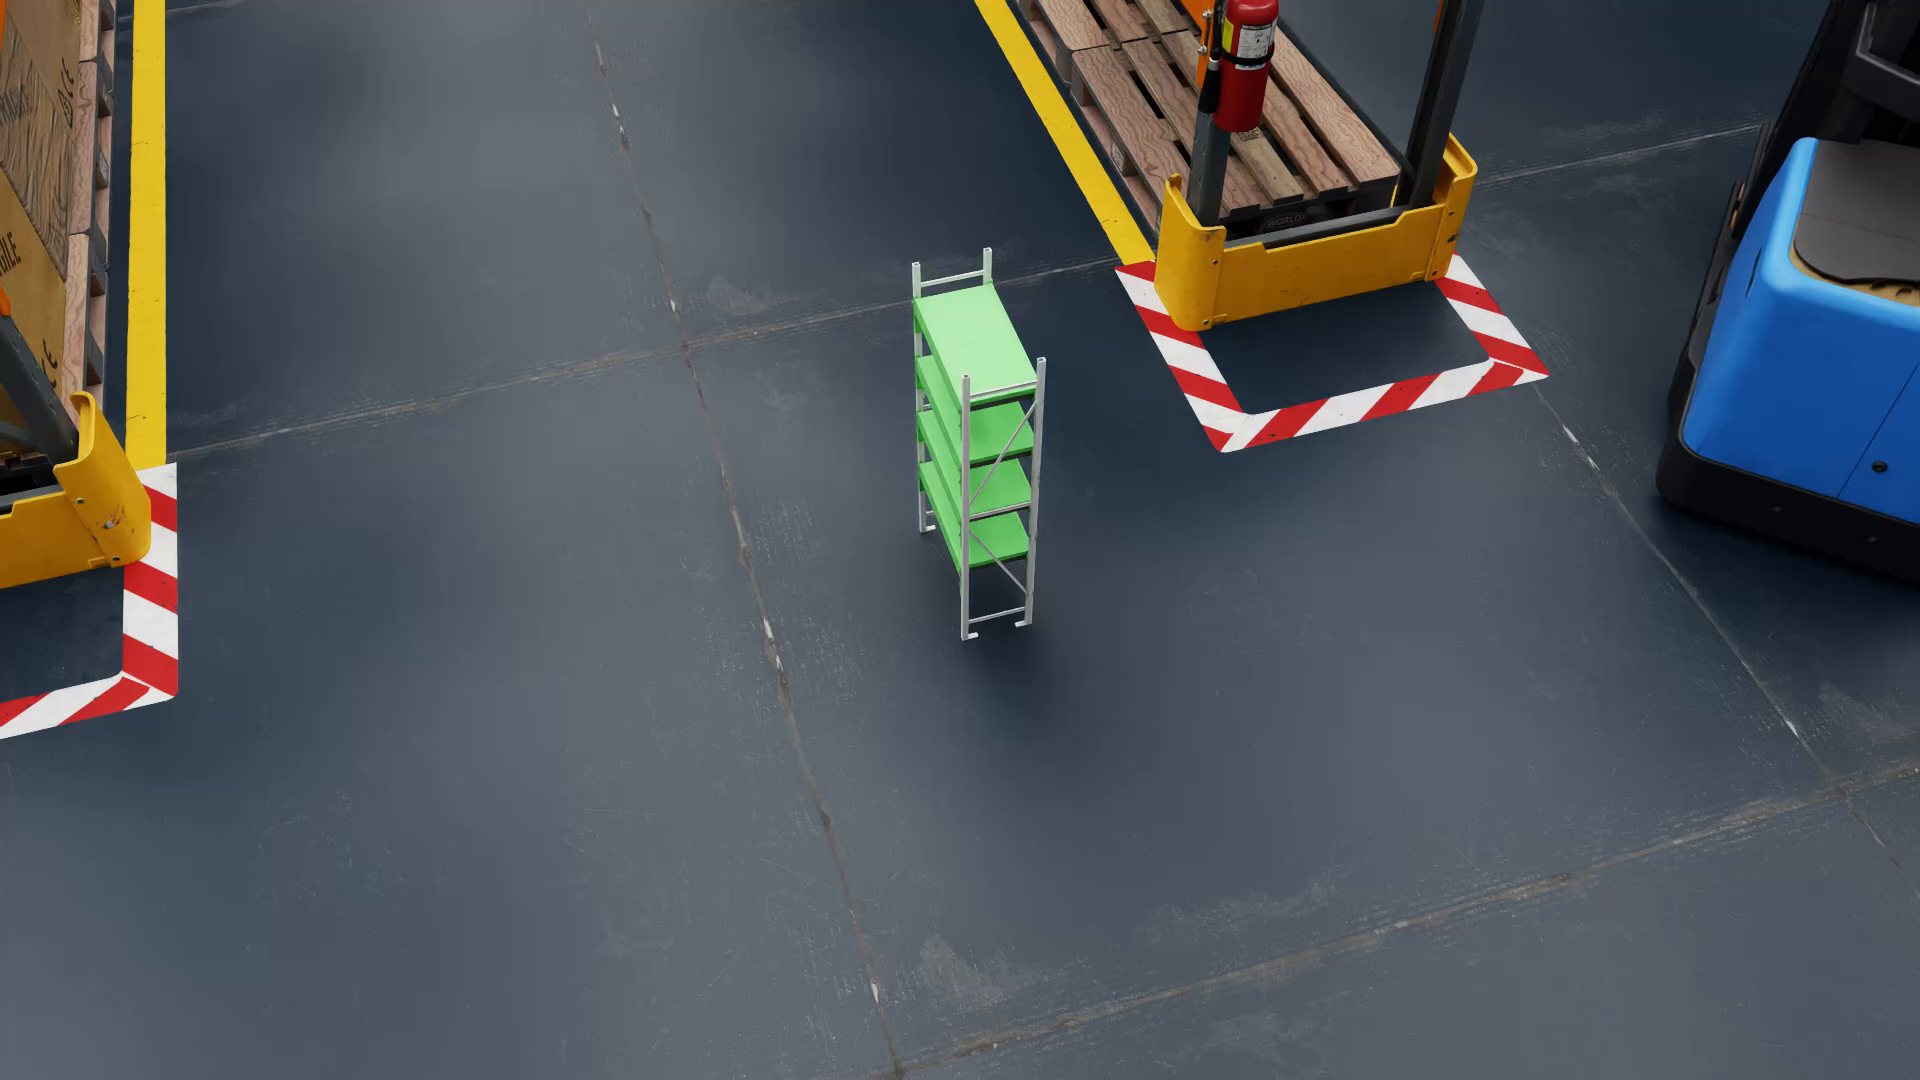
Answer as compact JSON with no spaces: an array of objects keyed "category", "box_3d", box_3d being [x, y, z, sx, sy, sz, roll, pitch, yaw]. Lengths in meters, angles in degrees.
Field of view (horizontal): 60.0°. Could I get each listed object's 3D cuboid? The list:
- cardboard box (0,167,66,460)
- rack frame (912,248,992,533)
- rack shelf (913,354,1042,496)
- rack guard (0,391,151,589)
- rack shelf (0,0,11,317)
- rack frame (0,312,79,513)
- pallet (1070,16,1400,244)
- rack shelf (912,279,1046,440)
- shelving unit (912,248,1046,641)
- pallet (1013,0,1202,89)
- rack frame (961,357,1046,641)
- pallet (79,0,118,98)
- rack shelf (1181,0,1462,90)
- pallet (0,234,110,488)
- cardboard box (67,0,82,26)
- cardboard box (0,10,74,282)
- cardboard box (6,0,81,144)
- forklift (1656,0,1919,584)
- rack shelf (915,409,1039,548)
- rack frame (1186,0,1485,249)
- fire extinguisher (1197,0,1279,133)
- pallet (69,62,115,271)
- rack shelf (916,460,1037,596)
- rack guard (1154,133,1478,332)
[{"category":"cardboard box","box_3d":[-3.654,-0.810,5.586,0.875,0.875,0.875,-13,51,-11]},{"category":"rack frame","box_3d":[-0.023,-0.444,5.340,0.240,1.200,0.015,-13,51,-11]},{"category":"rack shelf","box_3d":[0.049,-0.379,5.055,0.258,0.148,0.480,-13,51,-11]},{"category":"rack guard","box_3d":[-3.382,-0.087,5.497,1.175,0.500,0.348,-13,51,-11]},{"category":"rack shelf","box_3d":[-3.980,-2.139,6.062,1.077,0.370,4.000,-13,51,-11]},{"category":"rack frame","box_3d":[-3.389,-0.911,4.556,1.000,3.000,0.127,-13,51,-11]},{"category":"pallet","box_3d":[1.136,-1.743,7.081,1.003,0.211,1.213,-13,51,-11]},{"category":"rack shelf","box_3d":[0.049,-0.534,4.871,0.258,0.148,0.480,-13,51,-11]},{"category":"shelving unit","box_3d":[0.049,-0.266,5.189,0.258,1.200,0.503,-13,51,-11]},{"category":"pallet","box_3d":[0.779,-2.632,7.831,1.003,0.211,1.213,-13,51,-11]},{"category":"rack frame","box_3d":[0.121,-0.088,5.039,0.240,1.200,0.015,-13,51,-11]},{"category":"pallet","box_3d":[-4.421,-2.360,7.602,1.003,0.211,1.213,-13,51,-11]},{"category":"rack shelf","box_3d":[0.751,-3.259,7.006,1.077,0.370,4.000,-13,51,-11]},{"category":"pallet","box_3d":[-3.700,-0.578,6.099,1.003,0.211,1.213,-13,51,-11]},{"category":"cardboard box","box_3d":[-4.453,-2.782,7.249,0.875,0.875,0.875,-13,51,-11]},{"category":"cardboard box","box_3d":[-3.923,-1.475,6.147,0.875,0.875,0.875,-13,51,-11]},{"category":"cardboard box","box_3d":[-4.187,-2.125,6.695,0.875,0.875,0.875,-13,51,-11]},{"category":"forklift","box_3d":[3.534,-1.911,5.444,1.130,2.935,3.031,20,53,16]},{"category":"rack shelf","box_3d":[0.049,-0.225,5.238,0.258,0.148,0.480,-13,51,-11]},{"category":"rack frame","box_3d":[1.343,-2.030,5.500,1.000,3.000,0.127,-13,51,-11]},{"category":"fire extinguisher","box_3d":[0.953,-1.672,5.493,0.296,0.674,0.183,-13,51,-11]},{"category":"pallet","box_3d":[-4.057,-1.468,6.849,1.003,0.211,1.213,-13,51,-11]},{"category":"rack shelf","box_3d":[0.049,-0.070,5.422,0.258,0.148,0.480,-13,51,-11]},{"category":"rack guard","box_3d":[1.362,-1.210,6.443,1.175,0.500,0.348,-13,51,-11]}]
